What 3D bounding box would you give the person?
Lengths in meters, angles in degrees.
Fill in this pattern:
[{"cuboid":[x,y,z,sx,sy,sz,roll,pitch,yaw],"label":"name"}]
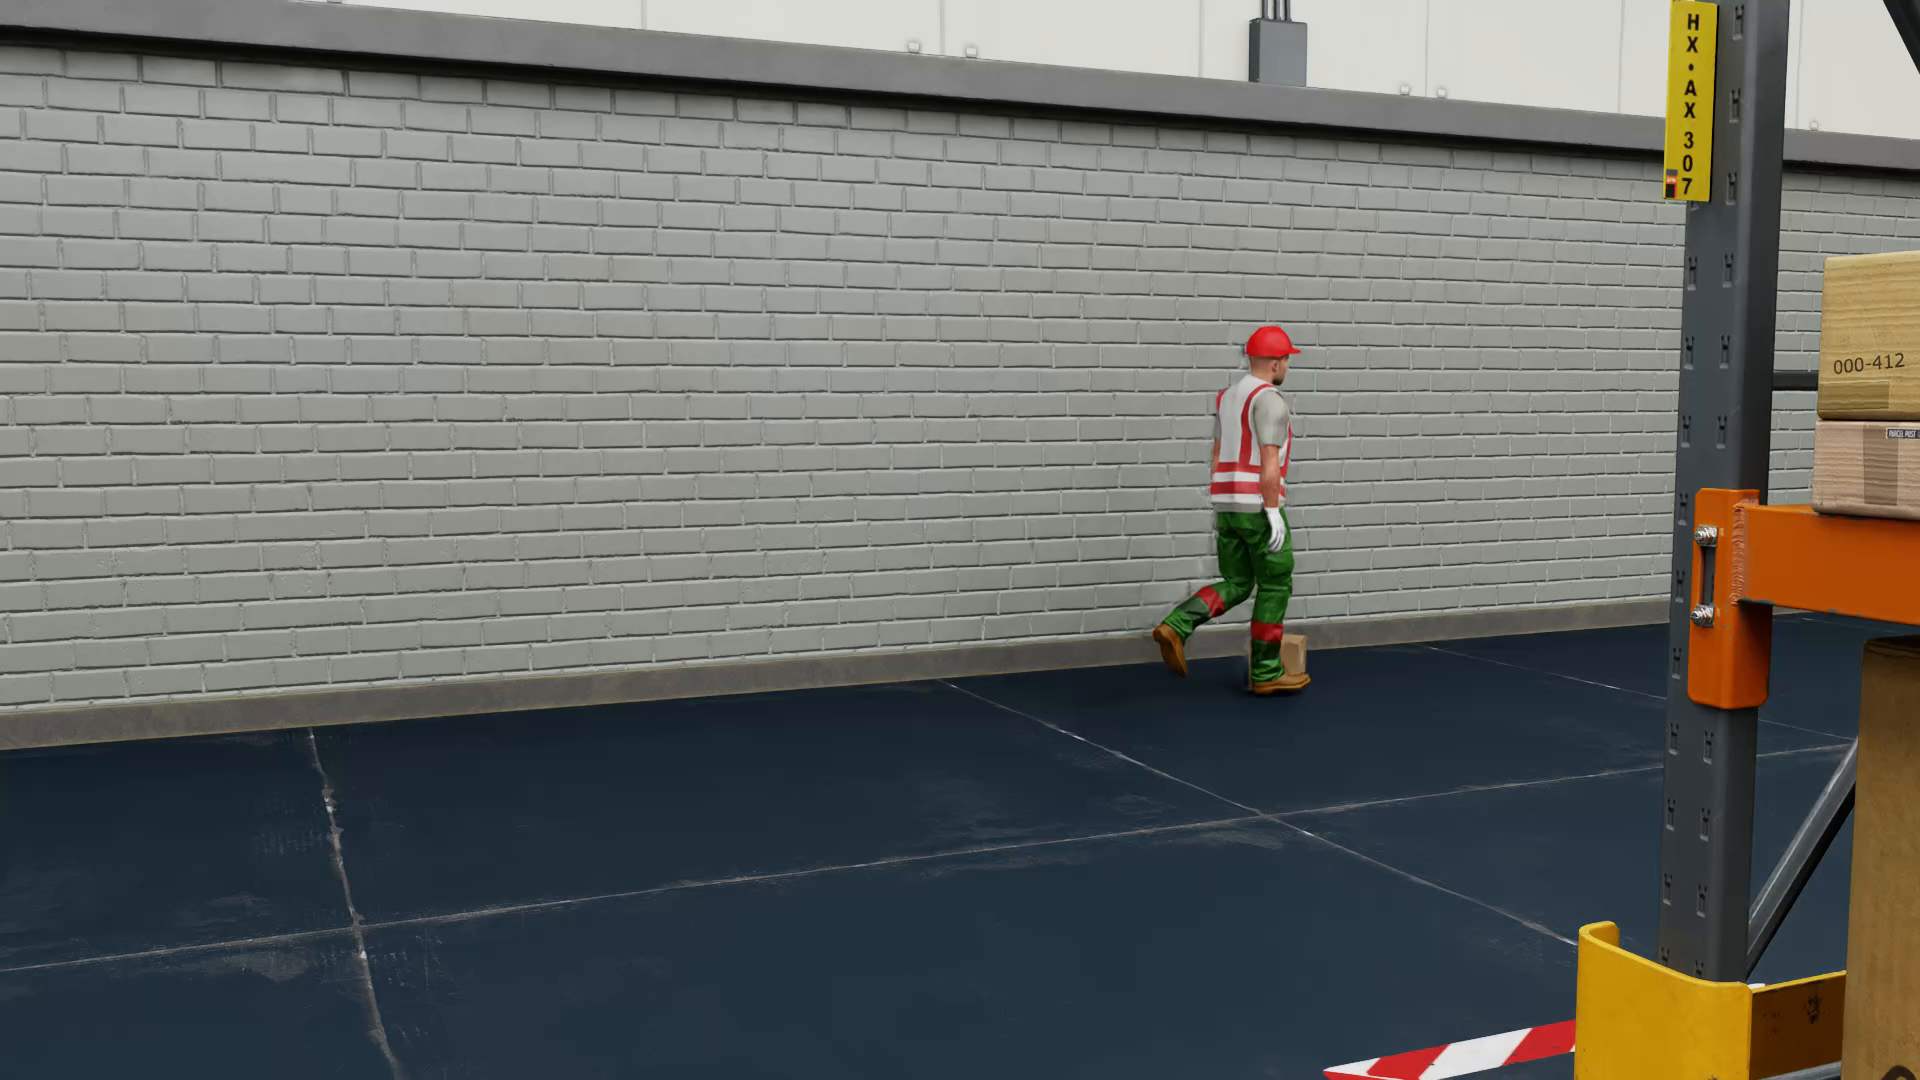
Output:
[{"cuboid":[1.318,-0.139,7.996,0.771,1.770,0.546,-2,6,-21],"label":"person"}]
